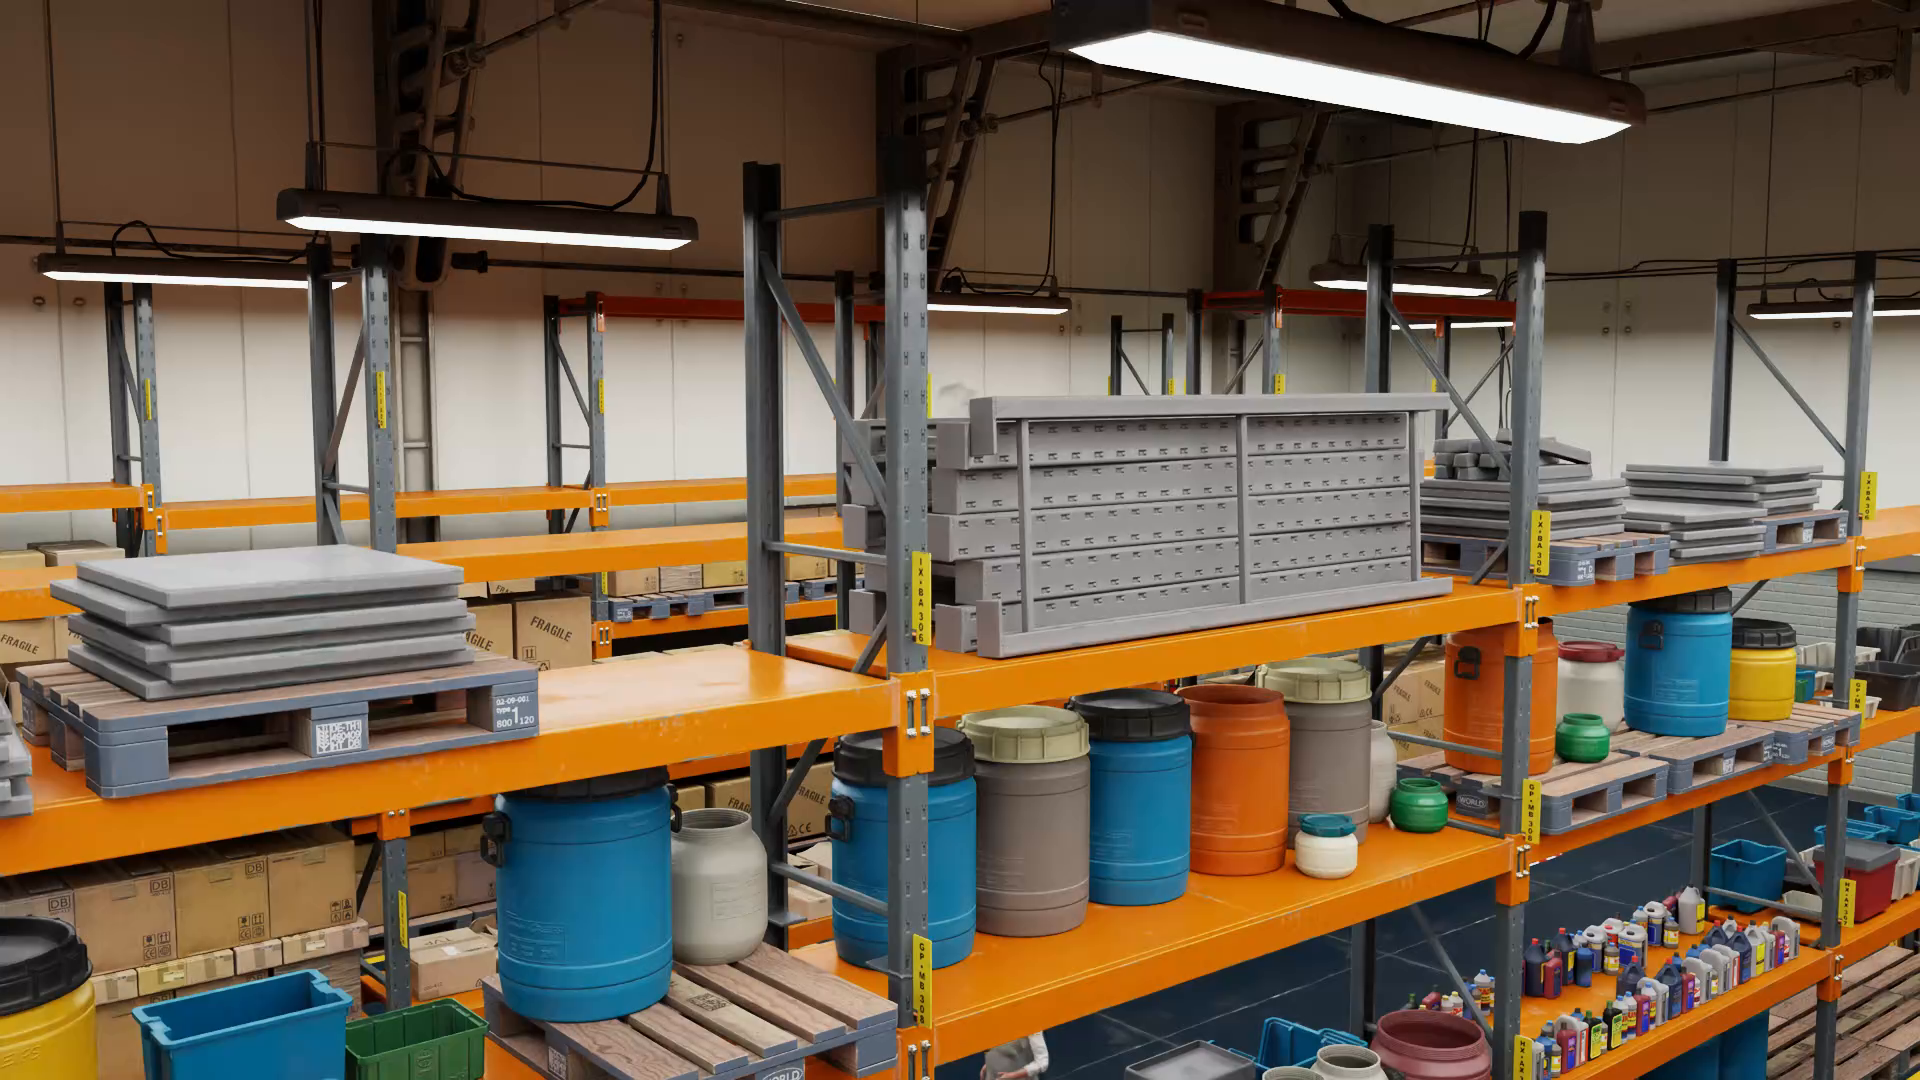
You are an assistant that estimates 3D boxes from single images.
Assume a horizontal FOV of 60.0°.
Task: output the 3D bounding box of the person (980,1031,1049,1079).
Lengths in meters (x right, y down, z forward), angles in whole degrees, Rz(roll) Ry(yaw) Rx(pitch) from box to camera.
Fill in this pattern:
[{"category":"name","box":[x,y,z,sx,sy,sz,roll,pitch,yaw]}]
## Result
[{"category":"person","box":[0.340,3.395,10.195,0.542,1.600,0.863,5,7,43]}]
